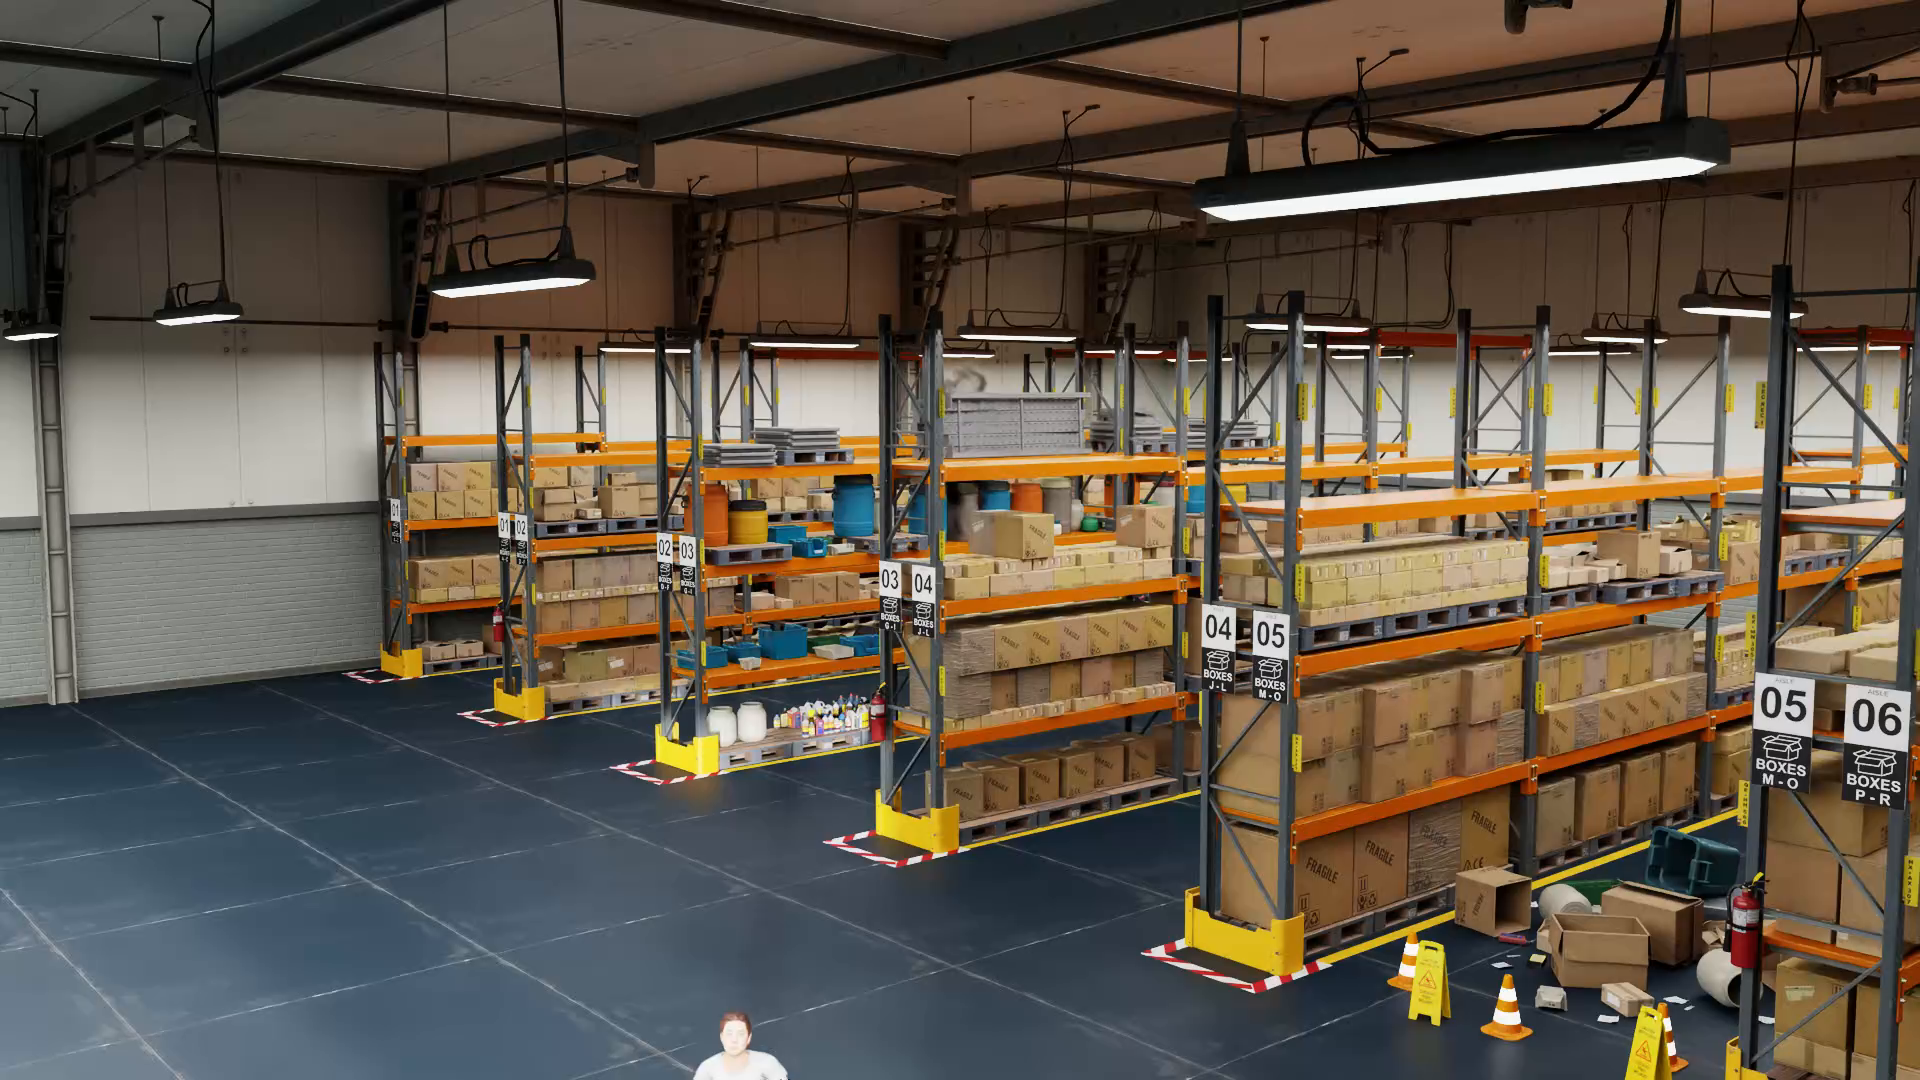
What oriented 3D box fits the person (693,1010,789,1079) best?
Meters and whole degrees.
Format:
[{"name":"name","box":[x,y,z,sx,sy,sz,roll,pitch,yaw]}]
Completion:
[{"name":"person","box":[-1.258,3.493,9.499,0.601,1.634,0.578,0,5,-3]}]
